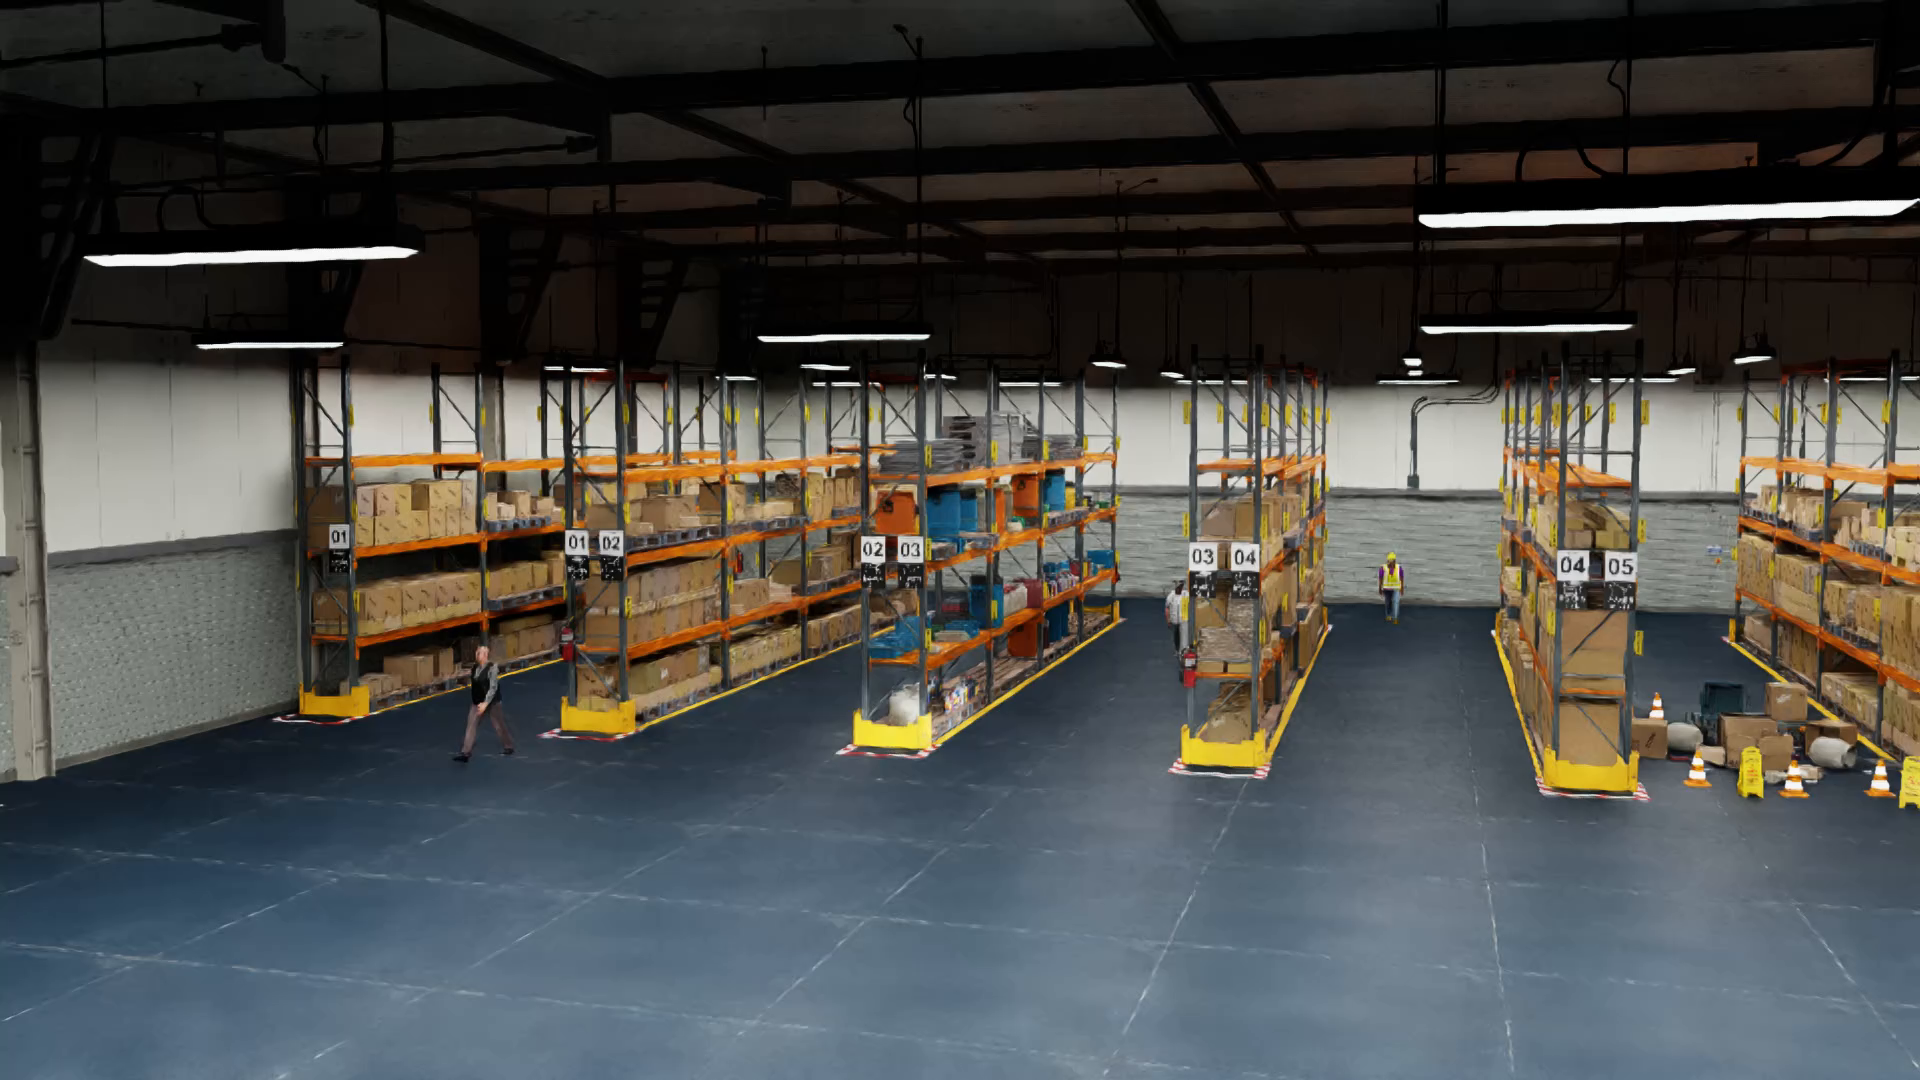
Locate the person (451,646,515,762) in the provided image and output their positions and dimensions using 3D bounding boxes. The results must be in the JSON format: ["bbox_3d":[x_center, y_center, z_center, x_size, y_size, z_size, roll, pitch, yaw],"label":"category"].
[{"bbox_3d":[-6.881,2.357,24.081,0.539,1.663,1.033,2,5,25],"label":"person"}]

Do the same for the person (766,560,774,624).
[{"bbox_3d":[-4.368,1.255,39.302,0.598,1.619,0.507,1,4,13],"label":"person"}]

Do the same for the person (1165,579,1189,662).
[{"bbox_3d":[4.448,1.610,33.860,0.542,1.675,1.126,1,4,17],"label":"person"}]

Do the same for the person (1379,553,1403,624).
[{"bbox_3d":[10.367,1.147,40.017,0.577,1.691,1.121,1,4,17],"label":"person"}]
